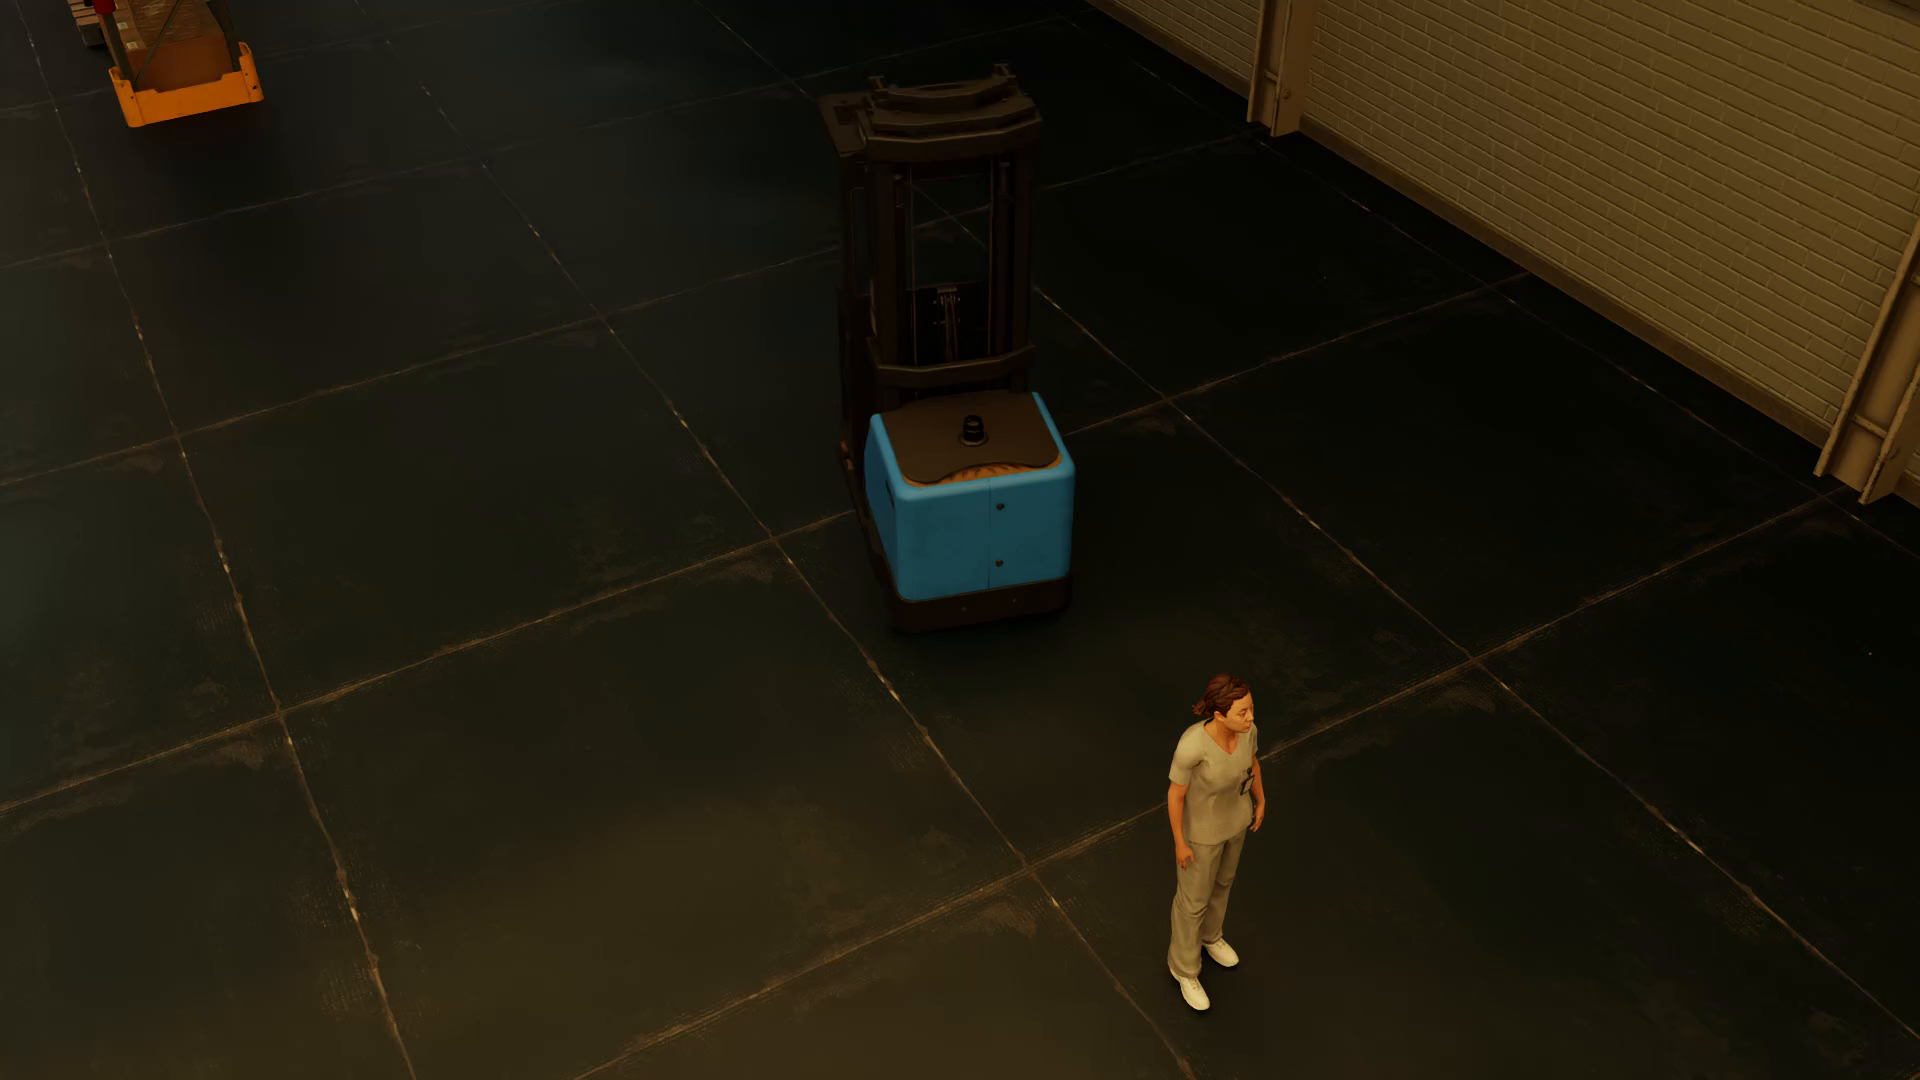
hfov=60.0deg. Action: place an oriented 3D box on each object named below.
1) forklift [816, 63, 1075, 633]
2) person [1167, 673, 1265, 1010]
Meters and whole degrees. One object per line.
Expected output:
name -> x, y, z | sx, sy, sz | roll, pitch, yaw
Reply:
forklift -> -0.191, -1.540, 9.893 | 1.130, 2.935, 3.031 | -9, 40, -10
person -> 1.173, 1.313, 7.425 | 0.549, 1.675, 0.549 | -24, 45, -26
